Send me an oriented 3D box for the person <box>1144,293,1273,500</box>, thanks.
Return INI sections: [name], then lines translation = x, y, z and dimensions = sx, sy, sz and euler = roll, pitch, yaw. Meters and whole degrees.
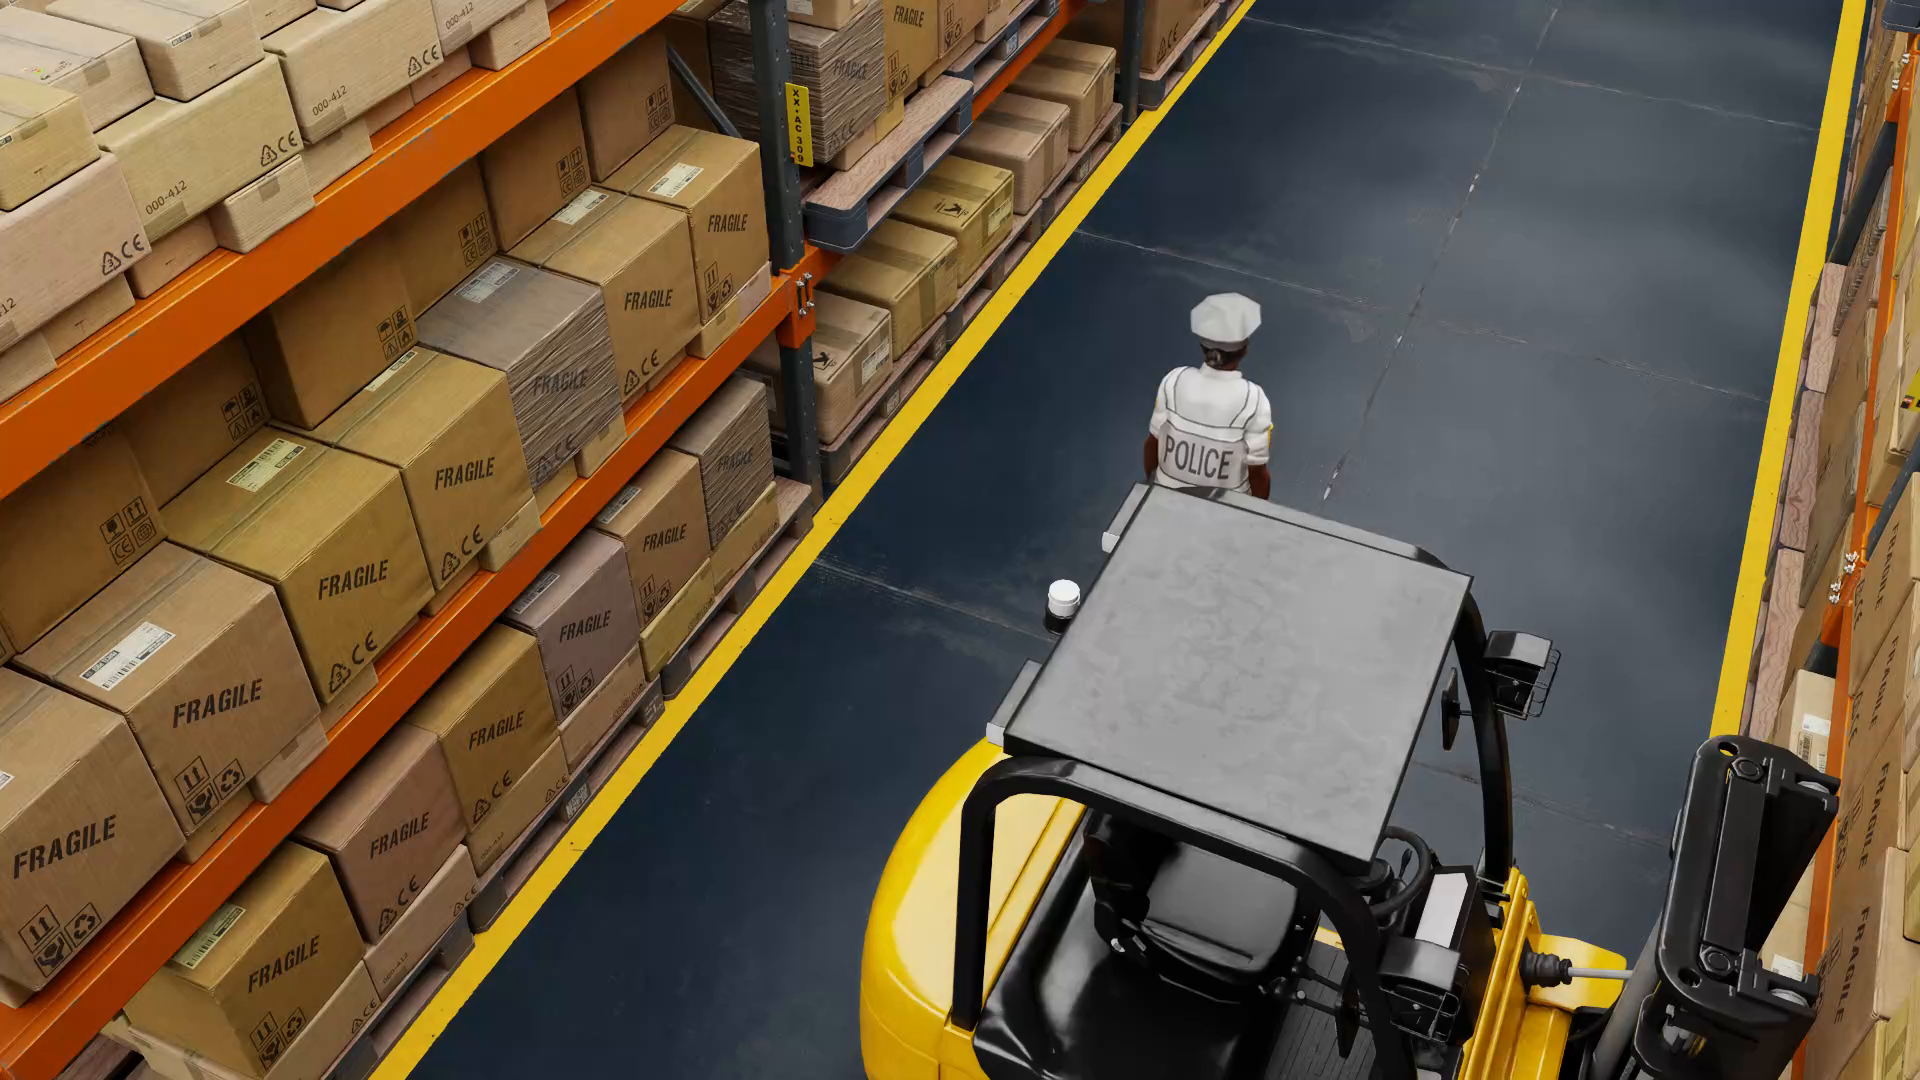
[person]
translation = 0.938, -0.152, 6.328
dimensions = 0.506, 1.660, 0.415
euler = 18, 45, 19
